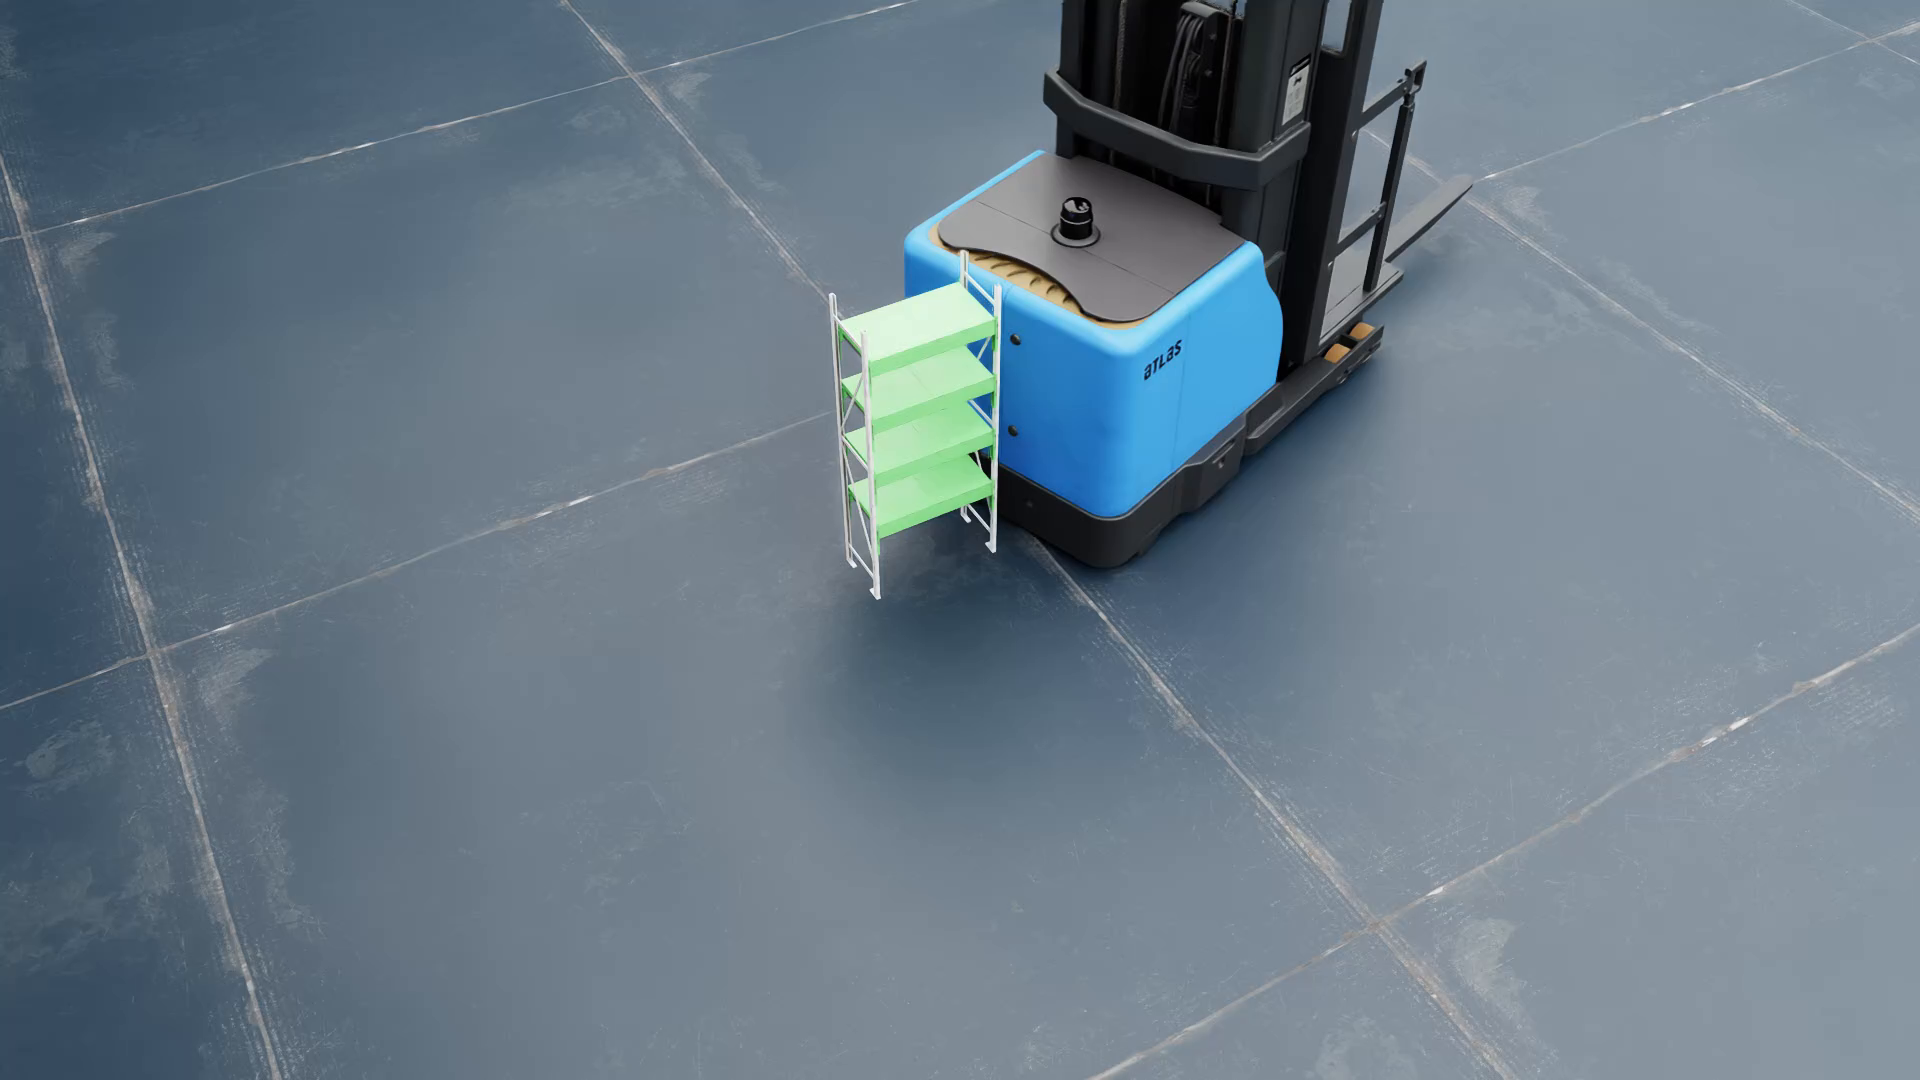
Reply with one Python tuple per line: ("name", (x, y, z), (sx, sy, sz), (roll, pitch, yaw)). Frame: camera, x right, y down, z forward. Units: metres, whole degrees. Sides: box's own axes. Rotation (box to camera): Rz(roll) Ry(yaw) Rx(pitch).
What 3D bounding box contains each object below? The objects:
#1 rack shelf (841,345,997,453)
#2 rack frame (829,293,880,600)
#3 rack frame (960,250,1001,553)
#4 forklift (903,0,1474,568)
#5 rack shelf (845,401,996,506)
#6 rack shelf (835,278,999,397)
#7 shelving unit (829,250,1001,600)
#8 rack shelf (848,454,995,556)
("rack shelf", (-0.144, -0.500, 5.650), (0.480, 0.148, 0.258), (-22, 48, -21))
("rack frame", (-0.355, -0.288, 5.686), (0.015, 1.200, 0.240), (-22, 48, -21))
("rack frame", (0.068, -0.458, 5.860), (0.015, 1.200, 0.240), (-22, 48, -21))
("forklift", (1.126, -1.905, 6.109), (1.130, 2.935, 3.031), (31, 52, 28))
("rack shelf", (-0.144, -0.327, 5.817), (0.480, 0.148, 0.258), (-22, 48, -21))
("rack shelf", (-0.144, -0.672, 5.483), (0.480, 0.148, 0.258), (-22, 48, -21))
("shelving unit", (-0.144, -0.373, 5.773), (0.503, 1.200, 0.258), (-22, 48, -21))
("rack shelf", (-0.144, -0.155, 5.985), (0.480, 0.148, 0.258), (-22, 48, -21))
